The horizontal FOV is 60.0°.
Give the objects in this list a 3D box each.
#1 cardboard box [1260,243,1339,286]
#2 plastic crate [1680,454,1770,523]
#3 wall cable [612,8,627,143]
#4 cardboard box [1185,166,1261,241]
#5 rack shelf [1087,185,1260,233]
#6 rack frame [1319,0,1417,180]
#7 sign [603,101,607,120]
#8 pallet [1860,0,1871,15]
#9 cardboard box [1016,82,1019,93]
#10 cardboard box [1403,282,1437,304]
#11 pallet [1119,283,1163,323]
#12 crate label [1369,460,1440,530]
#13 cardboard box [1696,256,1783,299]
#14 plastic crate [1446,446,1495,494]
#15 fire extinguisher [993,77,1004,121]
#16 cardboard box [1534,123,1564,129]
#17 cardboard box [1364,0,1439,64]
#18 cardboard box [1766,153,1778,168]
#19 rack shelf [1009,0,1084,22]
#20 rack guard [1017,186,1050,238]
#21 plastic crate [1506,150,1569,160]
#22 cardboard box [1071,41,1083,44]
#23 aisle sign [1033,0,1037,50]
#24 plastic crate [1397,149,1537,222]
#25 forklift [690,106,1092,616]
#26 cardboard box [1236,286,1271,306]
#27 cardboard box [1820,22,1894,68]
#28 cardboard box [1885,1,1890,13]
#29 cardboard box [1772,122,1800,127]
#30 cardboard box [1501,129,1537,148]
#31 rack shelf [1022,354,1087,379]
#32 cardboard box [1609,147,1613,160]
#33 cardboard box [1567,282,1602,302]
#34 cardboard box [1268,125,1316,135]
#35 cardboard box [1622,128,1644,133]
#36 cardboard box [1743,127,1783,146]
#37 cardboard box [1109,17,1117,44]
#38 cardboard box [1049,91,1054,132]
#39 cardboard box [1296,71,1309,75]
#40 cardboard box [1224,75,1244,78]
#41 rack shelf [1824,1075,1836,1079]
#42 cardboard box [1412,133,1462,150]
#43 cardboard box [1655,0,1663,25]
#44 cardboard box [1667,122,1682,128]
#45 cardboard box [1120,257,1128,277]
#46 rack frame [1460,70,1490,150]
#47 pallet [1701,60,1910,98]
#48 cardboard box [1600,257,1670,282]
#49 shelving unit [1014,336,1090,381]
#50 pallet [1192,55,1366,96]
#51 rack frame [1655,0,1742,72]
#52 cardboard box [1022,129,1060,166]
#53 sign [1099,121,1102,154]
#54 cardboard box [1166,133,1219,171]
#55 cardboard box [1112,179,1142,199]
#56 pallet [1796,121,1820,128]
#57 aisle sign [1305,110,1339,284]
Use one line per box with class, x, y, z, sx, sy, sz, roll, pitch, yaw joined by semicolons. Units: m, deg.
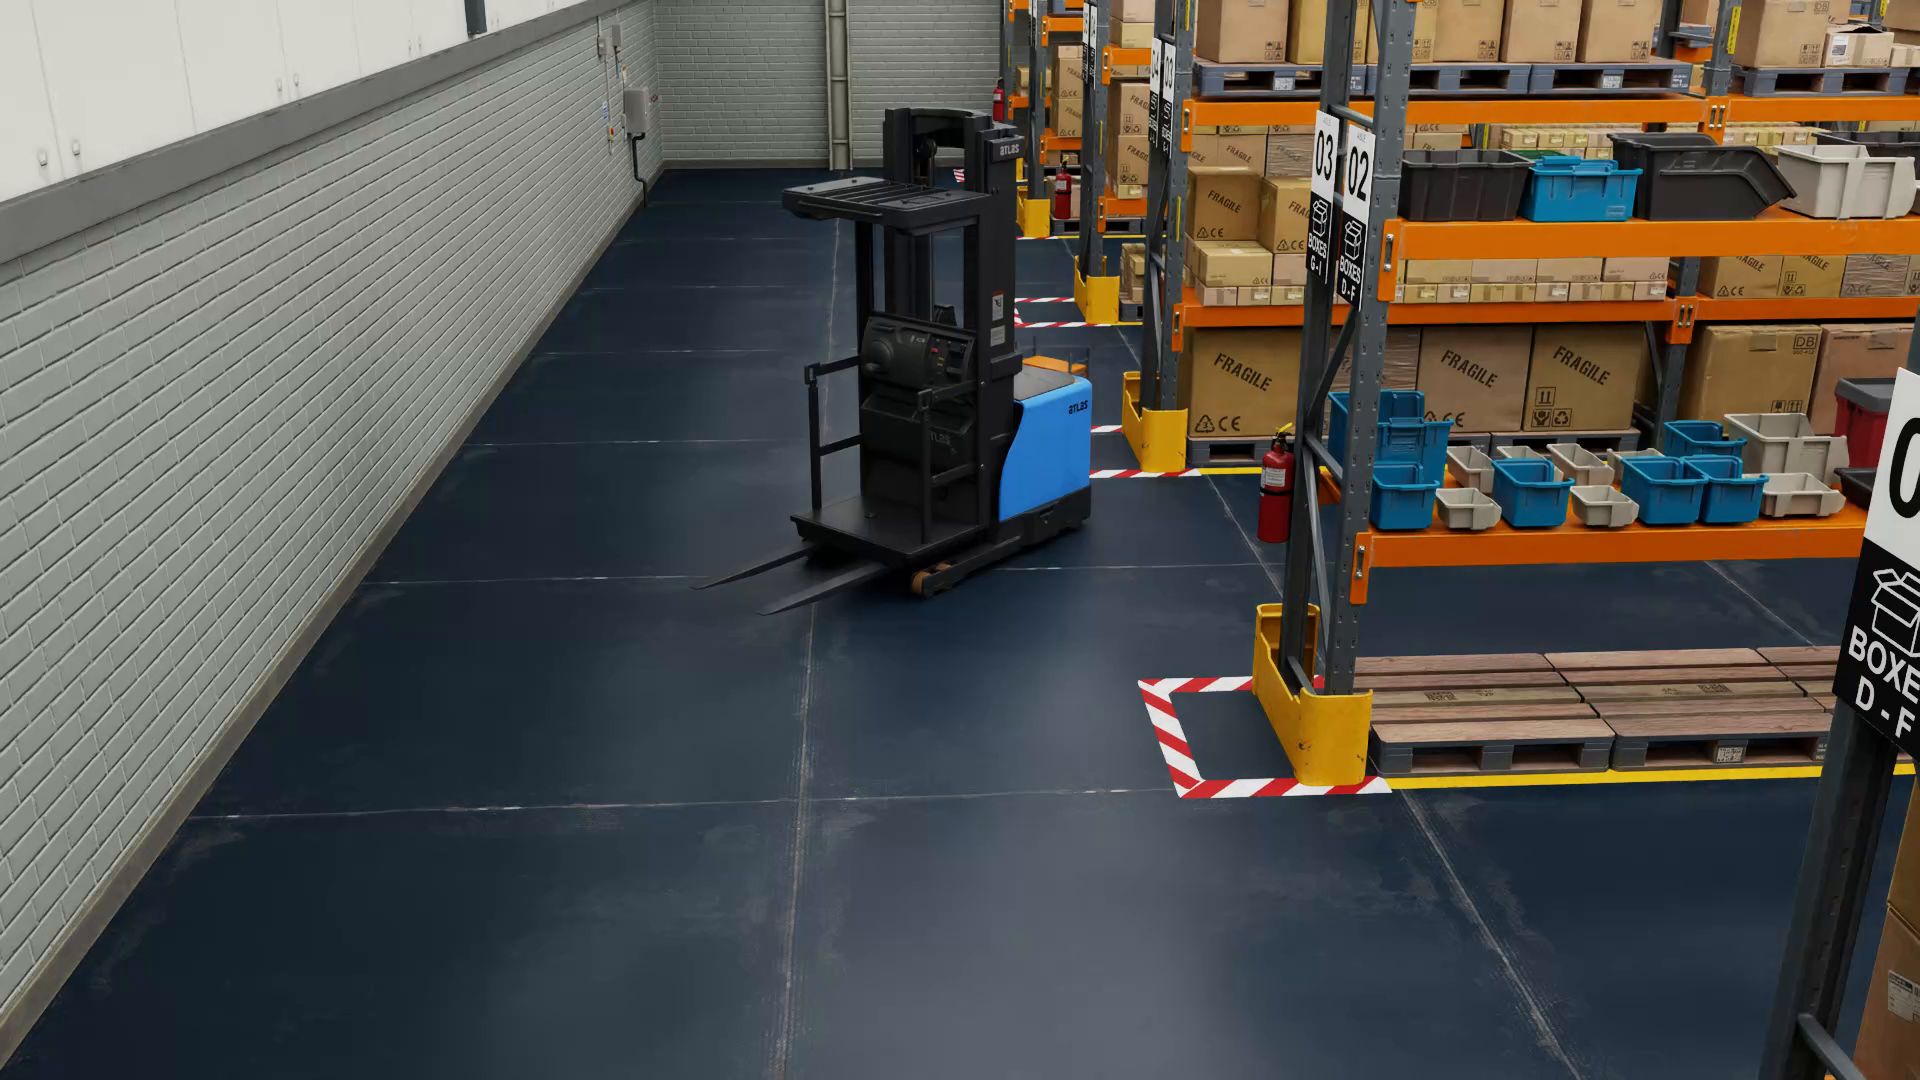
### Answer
cardboard box;2.602;-2.132;12.797;0.500;0.250;0.500;-1;21;-4
plastic crate;3.751;-0.247;8.206;0.300;0.233;0.416;-1;21;-3
wall cable;-4.697;-6.512;23.082;0.122;1.984;0.588;-1;21;-3
cardboard box;2.061;-2.659;13.128;0.500;0.500;0.500;-1;21;-2
rack shelf;3.404;-3.605;17.884;4.000;0.370;1.077;-1;21;-3
rack frame;1.872;-3.180;7.327;0.127;3.000;1.000;-1;21;-3
sign;-4.663;-5.642;21.843;0.001;0.218;0.327;-1;21;-3
pallet;12.381;-7.240;22.469;1.003;0.211;1.213;-1;21;-3
cardboard box;1.052;-7.404;27.206;0.250;0.149;0.380;-1;21;-4
cardboard box;3.498;-1.940;12.855;0.250;0.149;0.380;-2;21;-4
pallet;2.296;-2.602;18.160;1.213;0.211;1.003;-1;21;-3
crate label;2.137;-0.215;8.120;0.303;0.233;0.416;-1;21;-3
cardboard box;6.056;-2.185;13.003;0.500;0.500;0.500;-1;21;-3
plastic crate;2.676;-0.362;8.643;0.243;0.136;0.396;-1;21;-3
fire extinguisher;0.616;-7.042;26.534;0.183;0.674;0.296;-1;21;-3
cardboard box;6.316;-4.426;17.957;0.250;0.149;0.380;-2;21;-5
cardboard box;3.187;-3.854;12.440;0.500;0.500;0.700;-3;21;-7
cardboard box;6.220;-2.749;13.075;0.637;0.503;0.797;-2;21;-4
rack shelf;2.733;-8.526;26.594;4.000;0.370;1.077;-1;21;-3
rack guard;0.999;-4.488;22.706;0.348;0.500;1.175;-1;21;-3
plastic crate;2.840;-1.801;8.218;0.336;0.188;0.450;-1;21;-3
cardboard box;1.622;-6.566;22.193;0.250;0.149;0.380;-1;21;-2
aisle sign;0.968;-6.767;21.525;0.004;0.787;0.394;-1;21;-3
plastic crate;2.272;-1.626;7.645;0.590;0.269;0.497;-1;21;-3
forklift;-0.415;-1.201;10.656;1.130;2.935;3.031;17;27;38
cardboard box;2.218;-1.914;12.787;0.250;0.149;0.380;-1;21;-4
cardboard box;6.683;-3.764;12.611;0.500;0.311;0.500;-2;21;-5
cardboard box;9.736;-5.540;17.363;0.250;0.149;0.380;-2;21;-5
cardboard box;8.917;-4.479;18.096;0.250;0.149;0.380;-1;21;-3
cardboard box;5.820;-4.183;17.319;0.250;0.149;0.380;0;21;0
rack shelf;0.662;-1.211;12.011;0.480;0.148;0.258;17;27;38
cardboard box;6.865;-4.067;17.432;0.250;0.149;0.380;0;21;-1
cardboard box;4.784;-1.967;12.925;0.250;0.149;0.380;-2;21;-4
cardboard box;3.403;-4.495;17.247;0.500;0.500;0.500;-2;21;-5
cardboard box;7.111;-4.210;17.389;0.250;0.149;0.380;0;21;-1
cardboard box;8.418;-4.237;17.461;0.250;0.149;0.380;-1;21;-1
cardboard box;1.846;-5.335;17.413;0.500;0.250;0.500;-2;21;-4
cardboard box;1.490;-5.807;22.517;0.500;0.500;0.500;-1;21;-3
cardboard box;4.562;-6.144;21.997;0.500;0.500;0.500;-1;21;-4
cardboard box;2.874;-4.675;17.720;0.500;0.500;0.500;0;21;0
rack shelf;4.148;1.679;4.008;4.000;0.370;1.077;-1;21;-3
cardboard box;4.934;-4.057;17.502;0.500;0.500;0.500;-1;21;-3
cardboard box;6.950;-5.612;17.196;0.637;0.503;0.797;-1;21;-4
cardboard box;7.609;-4.452;18.025;0.250;0.149;0.380;-1;21;-1
cardboard box;1.918;-3.015;18.323;0.250;0.149;0.380;-2;21;-5
rack frame;5.400;-3.981;17.863;0.127;3.000;1.000;-1;21;-3
pallet;6.495;-3.566;12.825;1.217;0.209;0.805;-2;21;-5
cardboard box;5.157;-2.184;12.935;0.500;0.250;0.500;-2;21;-4
shelving unit;0.663;-0.844;12.151;0.503;1.200;0.258;17;27;38
pallet;2.329;-3.515;12.547;1.213;0.211;1.003;-1;21;-3
rack frame;5.583;-5.021;12.162;0.127;3.000;1.000;-1;21;-3
cardboard box;1.352;-6.428;27.207;0.637;0.503;0.797;-2;21;-5
sign;1.438;-4.112;16.989;0.005;0.325;0.100;-1;21;-3
cardboard box;2.404;-4.017;17.397;0.500;0.500;0.500;-1;21;-3
cardboard box;1.749;-3.673;17.405;0.250;0.149;0.380;-1;21;-3
pallet;10.984;-5.784;22.867;1.213;0.211;1.003;-1;21;-3
aisle sign;1.783;-1.694;8.202;0.004;0.787;0.394;-1;21;-3
